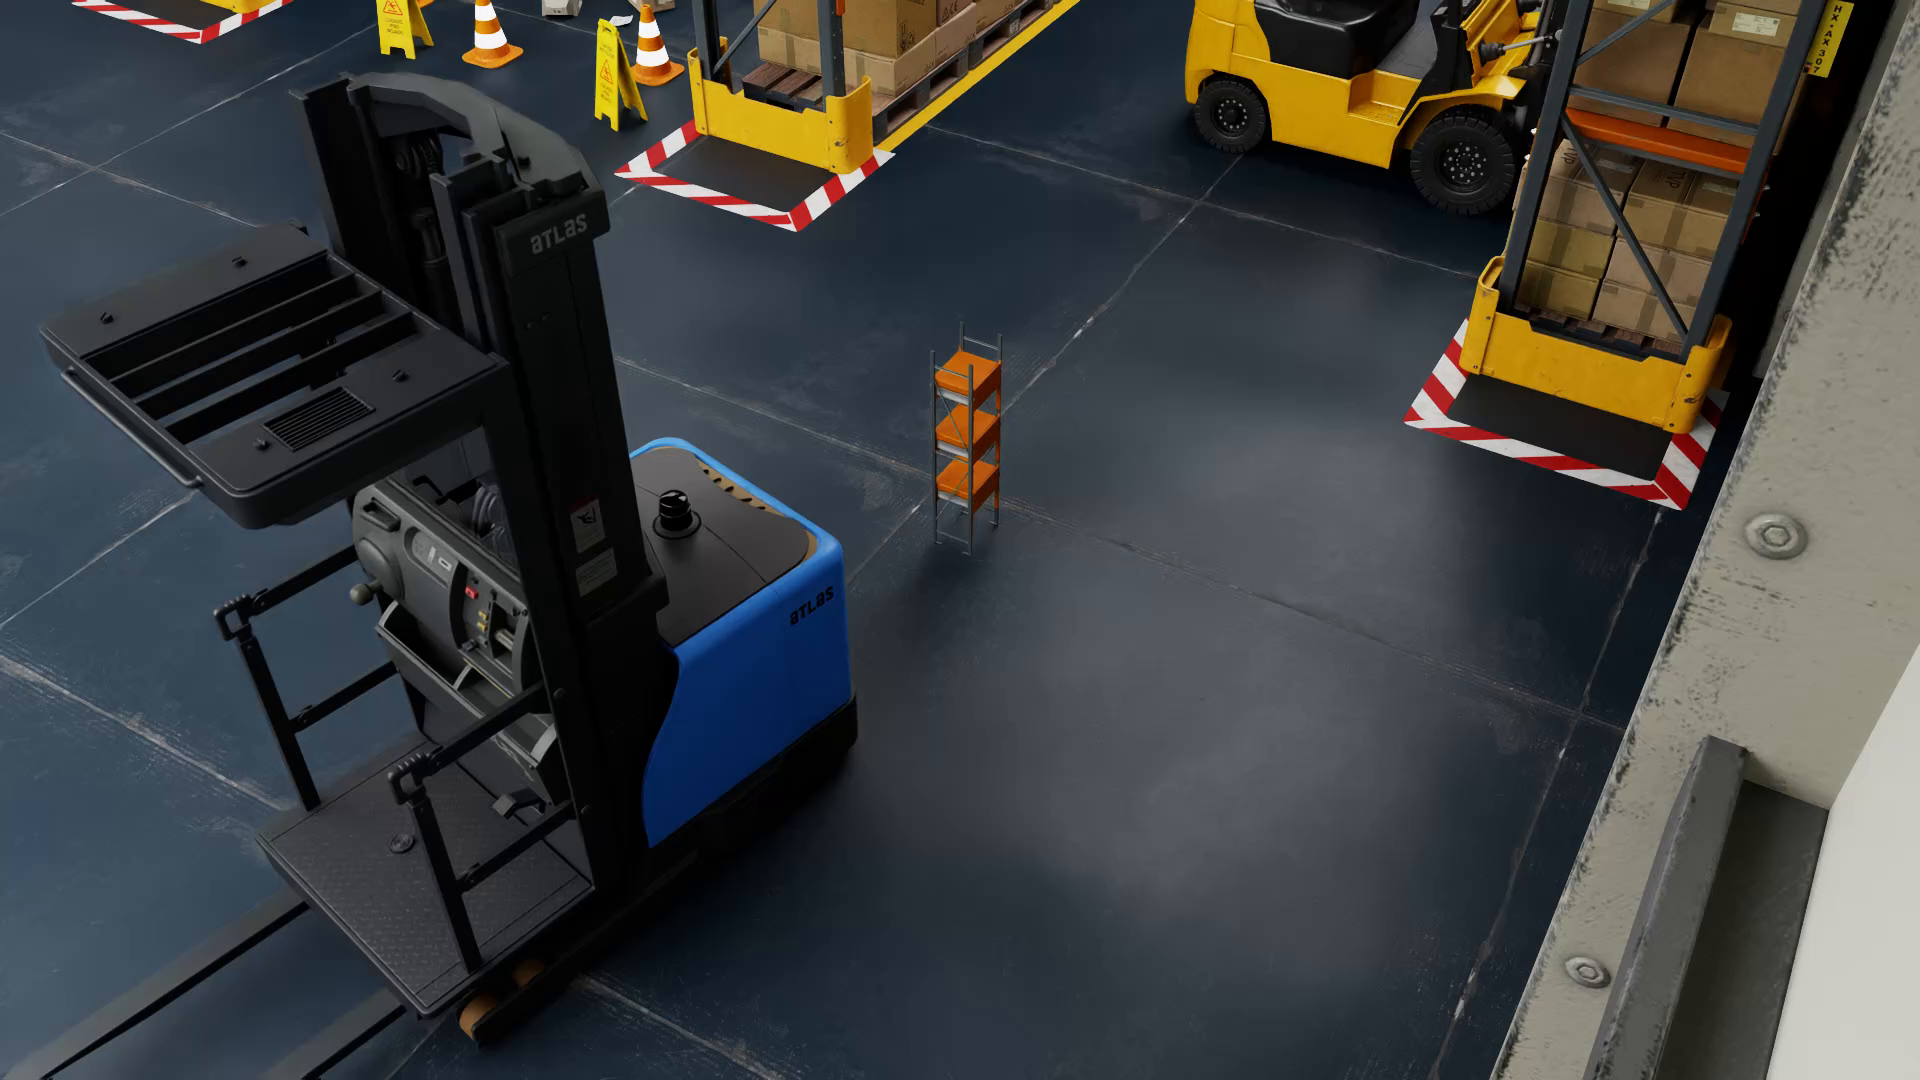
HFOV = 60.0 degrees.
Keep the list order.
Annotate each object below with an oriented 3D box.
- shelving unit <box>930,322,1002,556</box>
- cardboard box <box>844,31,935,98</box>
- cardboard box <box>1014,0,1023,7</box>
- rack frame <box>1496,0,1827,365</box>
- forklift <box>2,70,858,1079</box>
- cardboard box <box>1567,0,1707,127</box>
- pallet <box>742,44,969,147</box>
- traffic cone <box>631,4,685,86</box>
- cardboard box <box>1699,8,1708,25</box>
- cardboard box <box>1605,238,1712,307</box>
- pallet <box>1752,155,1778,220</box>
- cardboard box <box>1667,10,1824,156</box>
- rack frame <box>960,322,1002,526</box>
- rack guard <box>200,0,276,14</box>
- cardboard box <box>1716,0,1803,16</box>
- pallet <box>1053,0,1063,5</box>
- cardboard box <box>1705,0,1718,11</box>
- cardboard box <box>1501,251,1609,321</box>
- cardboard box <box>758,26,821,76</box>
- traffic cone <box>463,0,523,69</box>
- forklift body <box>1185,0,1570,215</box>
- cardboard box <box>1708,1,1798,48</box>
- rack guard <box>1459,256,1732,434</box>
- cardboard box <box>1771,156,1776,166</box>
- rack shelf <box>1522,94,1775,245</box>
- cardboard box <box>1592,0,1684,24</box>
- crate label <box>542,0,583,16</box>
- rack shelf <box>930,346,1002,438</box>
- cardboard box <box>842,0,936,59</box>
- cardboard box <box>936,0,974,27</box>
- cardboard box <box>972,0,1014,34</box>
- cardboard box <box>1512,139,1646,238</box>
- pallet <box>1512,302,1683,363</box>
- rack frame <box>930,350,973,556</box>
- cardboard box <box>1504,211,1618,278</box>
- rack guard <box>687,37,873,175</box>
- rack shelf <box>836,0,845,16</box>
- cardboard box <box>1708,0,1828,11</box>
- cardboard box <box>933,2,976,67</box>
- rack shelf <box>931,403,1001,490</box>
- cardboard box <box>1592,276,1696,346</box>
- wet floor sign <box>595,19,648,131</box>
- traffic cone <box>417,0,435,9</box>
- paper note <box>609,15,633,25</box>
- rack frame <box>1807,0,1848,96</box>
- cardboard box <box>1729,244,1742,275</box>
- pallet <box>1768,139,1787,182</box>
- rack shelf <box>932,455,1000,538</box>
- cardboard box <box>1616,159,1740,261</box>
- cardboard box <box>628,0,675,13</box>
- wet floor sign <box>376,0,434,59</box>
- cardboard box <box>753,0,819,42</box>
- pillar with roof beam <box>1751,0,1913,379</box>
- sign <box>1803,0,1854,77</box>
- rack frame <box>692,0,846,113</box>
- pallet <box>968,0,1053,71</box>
[{"bbox_3d":[0.027,-0.425,7.253,0.215,1.050,0.252,21,45,22],"label":"shelving unit"},{"bbox_3d":[-0.497,-3.069,10.543,0.500,0.250,0.500,21,45,22],"label":"cardboard box"},{"bbox_3d":[0.282,-3.963,11.559,0.500,0.250,0.500,22,46,23],"label":"cardboard box"},{"bbox_3d":[3.159,-1.933,7.491,1.000,3.000,0.127,21,45,22],"label":"rack frame"},{"bbox_3d":[-1.775,0.213,5.106,1.130,2.935,3.031,32,50,31],"label":"forklift"},{"bbox_3d":[3.178,-2.339,7.877,0.500,0.500,0.500,20,45,21],"label":"cardboard box"},{"bbox_3d":[-0.665,-3.023,10.839,1.003,0.211,1.213,21,45,22],"label":"pallet"},{"bbox_3d":[-2.042,-3.293,10.955,0.336,0.463,0.334,21,45,22],"label":"traffic cone"},{"bbox_3d":[3.446,-2.633,8.210,0.500,0.500,0.500,22,46,23],"label":"cardboard box"},{"bbox_3d":[3.574,-1.447,8.324,0.500,0.250,0.500,22,46,23],"label":"cardboard box"},{"bbox_3d":[4.117,-2.034,9.715,1.003,0.211,1.213,21,45,22],"label":"pallet"},{"bbox_3d":[3.648,-2.163,7.676,0.500,0.500,0.500,22,46,23],"label":"cardboard box"},{"bbox_3d":[0.088,-0.494,7.333,0.200,1.050,0.008,21,45,22],"label":"rack frame"},{"bbox_3d":[-5.488,-4.200,11.957,1.175,0.500,0.348,21,45,22],"label":"rack guard"},{"bbox_3d":[3.512,-2.448,7.284,0.380,0.149,0.250,20,45,21],"label":"cardboard box"},{"bbox_3d":[0.556,-4.419,12.424,1.003,0.211,1.213,21,45,22],"label":"pallet"},{"bbox_3d":[3.622,-2.485,7.551,0.380,0.149,0.250,21,45,22],"label":"cardboard box"},{"bbox_3d":[3.121,-1.432,8.685,0.500,0.250,0.500,21,46,22],"label":"cardboard box"},{"bbox_3d":[-0.957,-3.264,10.765,0.500,0.250,0.500,21,45,22],"label":"cardboard box"},{"bbox_3d":[-3.173,-3.466,11.151,0.336,0.463,0.334,21,45,22],"label":"traffic cone"},{"bbox_3d":[2.529,-3.303,9.689,2.313,2.155,1.214,21,45,22],"label":"forklift body"},{"bbox_3d":[3.553,-2.323,7.367,0.380,0.149,0.250,20,45,21],"label":"cardboard box"},{"bbox_3d":[3.147,-0.982,8.302,1.175,0.500,0.348,21,45,22],"label":"rack guard"},{"bbox_3d":[4.589,-2.426,9.814,0.500,0.250,0.500,21,46,22],"label":"cardboard box"},{"bbox_3d":[4.160,-2.808,9.029,1.077,0.370,4.000,21,45,22],"label":"rack shelf"},{"bbox_3d":[3.090,-2.505,7.574,0.380,0.149,0.250,22,46,23],"label":"cardboard box"},{"bbox_3d":[-2.833,-3.814,11.793,0.250,0.136,0.298,0,41,0],"label":"crate label"},{"bbox_3d":[0.027,-0.630,7.073,0.215,0.259,0.240,21,45,22],"label":"rack shelf"},{"bbox_3d":[-0.486,-3.364,10.311,0.500,0.500,0.500,19,45,21],"label":"cardboard box"},{"bbox_3d":[-0.228,-3.665,10.652,0.500,0.500,0.500,19,45,21],"label":"cardboard box"},{"bbox_3d":[0.027,-3.675,11.231,0.500,0.250,0.500,24,47,25],"label":"cardboard box"},{"bbox_3d":[3.120,-1.801,8.347,0.500,0.250,0.500,22,46,23],"label":"cardboard box"},{"bbox_3d":[3.506,-1.338,8.926,1.003,0.211,1.213,21,45,22],"label":"pallet"},{"bbox_3d":[-0.034,-0.355,7.174,0.200,1.050,0.008,21,45,22],"label":"rack frame"},{"bbox_3d":[3.132,-1.629,8.530,0.500,0.250,0.500,20,45,22],"label":"cardboard box"},{"bbox_3d":[-1.102,-2.678,10.229,1.175,0.500,0.348,21,45,22],"label":"rack guard"},{"bbox_3d":[-0.139,-4.447,10.890,1.077,0.370,4.000,21,45,22],"label":"rack shelf"},{"bbox_3d":[3.889,-2.468,8.023,0.500,0.500,0.500,22,46,23],"label":"cardboard box"},{"bbox_3d":[-0.235,-3.358,10.872,0.500,0.250,0.500,23,46,24],"label":"cardboard box"},{"bbox_3d":[0.027,-0.417,7.260,0.215,0.259,0.240,21,45,22],"label":"rack shelf"},{"bbox_3d":[3.574,-1.275,8.507,0.500,0.250,0.500,21,46,22],"label":"cardboard box"},{"bbox_3d":[-2.162,-2.934,10.410,0.232,0.644,0.267,-29,49,-29],"label":"wet floor sign"},{"bbox_3d":[-3.981,-4.034,11.797,0.336,0.463,0.334,21,45,22],"label":"traffic cone"},{"bbox_3d":[-2.391,-3.658,11.696,0.148,0.019,0.142,7,42,8],"label":"paper note"},{"bbox_3d":[5.161,-4.222,10.090,1.000,3.000,0.127,21,45,22],"label":"rack frame"},{"bbox_3d":[3.850,-1.555,8.825,0.500,0.250,0.500,21,46,22],"label":"cardboard box"},{"bbox_3d":[4.727,-2.735,10.511,1.003,0.211,1.213,21,45,22],"label":"pallet"},{"bbox_3d":[0.027,-0.208,7.444,0.215,0.259,0.240,21,45,22],"label":"rack shelf"},{"bbox_3d":[3.564,-1.647,8.172,0.500,0.250,0.500,20,45,21],"label":"cardboard box"},{"bbox_3d":[-2.234,-3.921,11.905,0.250,0.149,0.380,-21,45,-22],"label":"cardboard box"},{"bbox_3d":[-3.777,-3.597,11.162,0.267,0.644,0.232,14,43,15],"label":"wet floor sign"},{"bbox_3d":[-0.965,-3.525,10.494,0.500,0.500,0.500,21,46,22],"label":"cardboard box"},{"bbox_3d":[0.561,-5.709,7.239,9.100,9.000,0.400,21,45,22],"label":"pillar with roof beam"},{"bbox_3d":[3.637,-2.101,6.967,0.100,0.325,0.005,21,45,22],"label":"sign"},{"bbox_3d":[-1.140,-3.573,9.353,1.000,3.000,0.127,21,45,22],"label":"rack frame"},{"bbox_3d":[-0.054,-3.718,11.628,1.003,0.211,1.213,21,45,22],"label":"pallet"}]
